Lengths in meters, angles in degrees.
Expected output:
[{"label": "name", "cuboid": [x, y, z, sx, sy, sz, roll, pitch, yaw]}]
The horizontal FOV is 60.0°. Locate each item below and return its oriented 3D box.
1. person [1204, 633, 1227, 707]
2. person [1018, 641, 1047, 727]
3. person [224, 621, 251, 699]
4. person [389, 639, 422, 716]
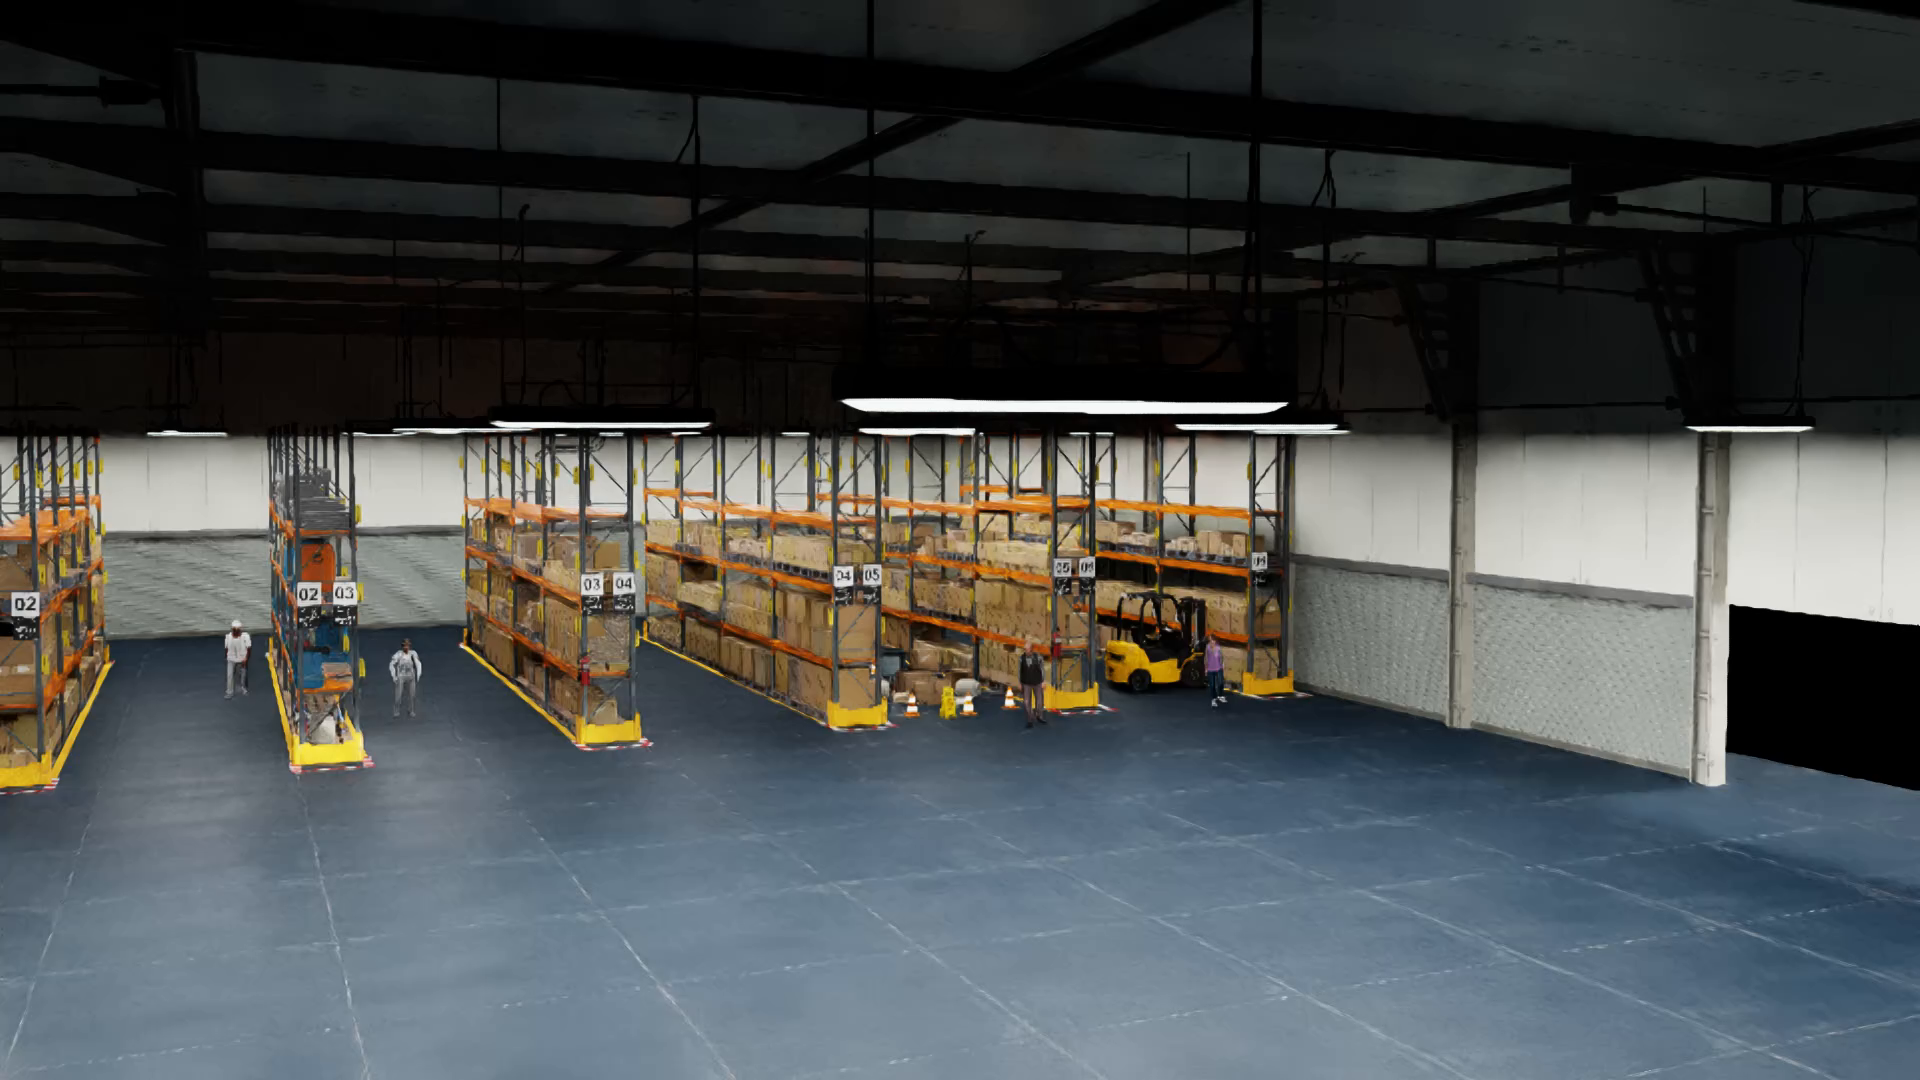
[{"label": "person", "cuboid": [5.442, 2.763, 35.449, 0.475, 1.590, 0.474, 1, 4, 16]}, {"label": "person", "cuboid": [1.445, 2.849, 33.110, 0.583, 1.709, 0.540, 1, 4, 12]}, {"label": "person", "cuboid": [-15.909, 2.622, 36.639, 0.570, 1.708, 1.040, -1, 4, -15]}, {"label": "person", "cuboid": [-11.414, 2.823, 34.237, 0.639, 1.632, 0.506, -2, 4, -26]}]
